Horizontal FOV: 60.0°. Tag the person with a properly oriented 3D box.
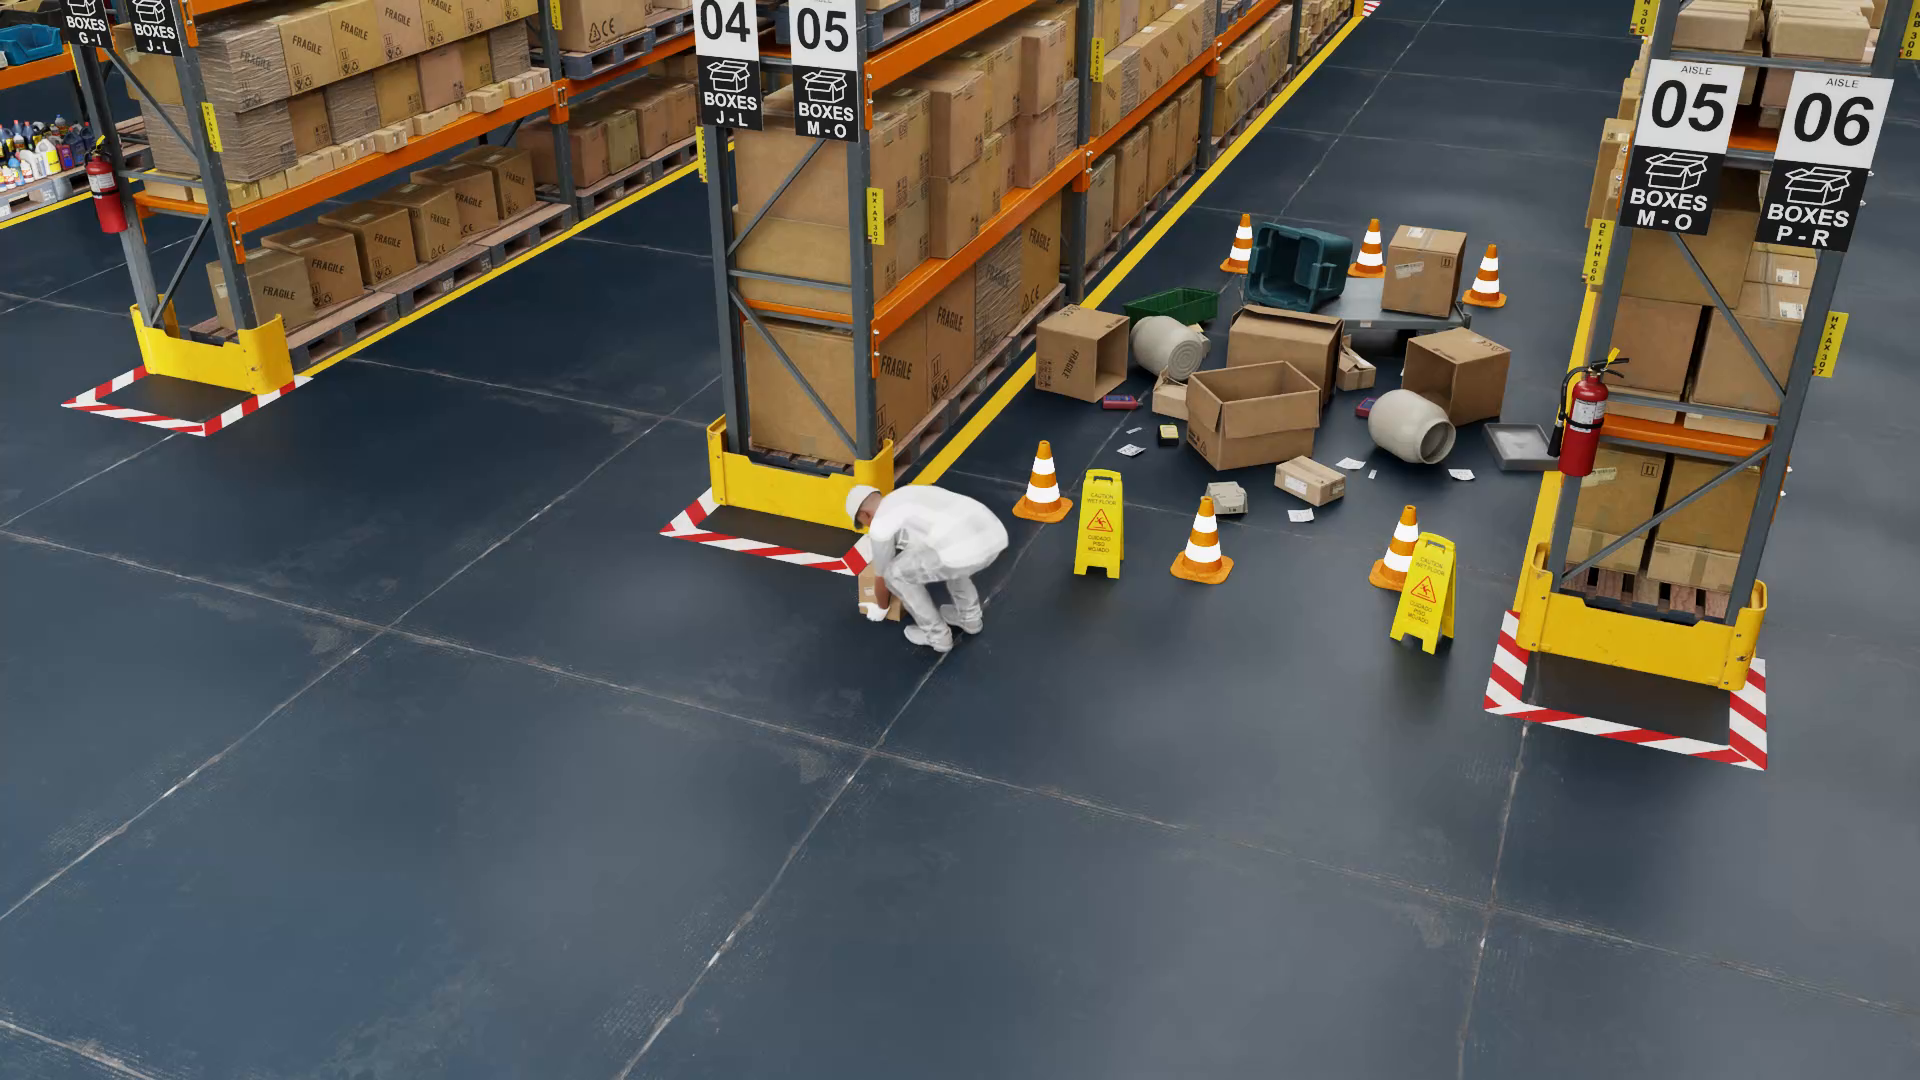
[{"bbox_3d":[-0.218,0.118,9.157,0.991,0.859,0.546,21,36,33],"label":"person"}]
